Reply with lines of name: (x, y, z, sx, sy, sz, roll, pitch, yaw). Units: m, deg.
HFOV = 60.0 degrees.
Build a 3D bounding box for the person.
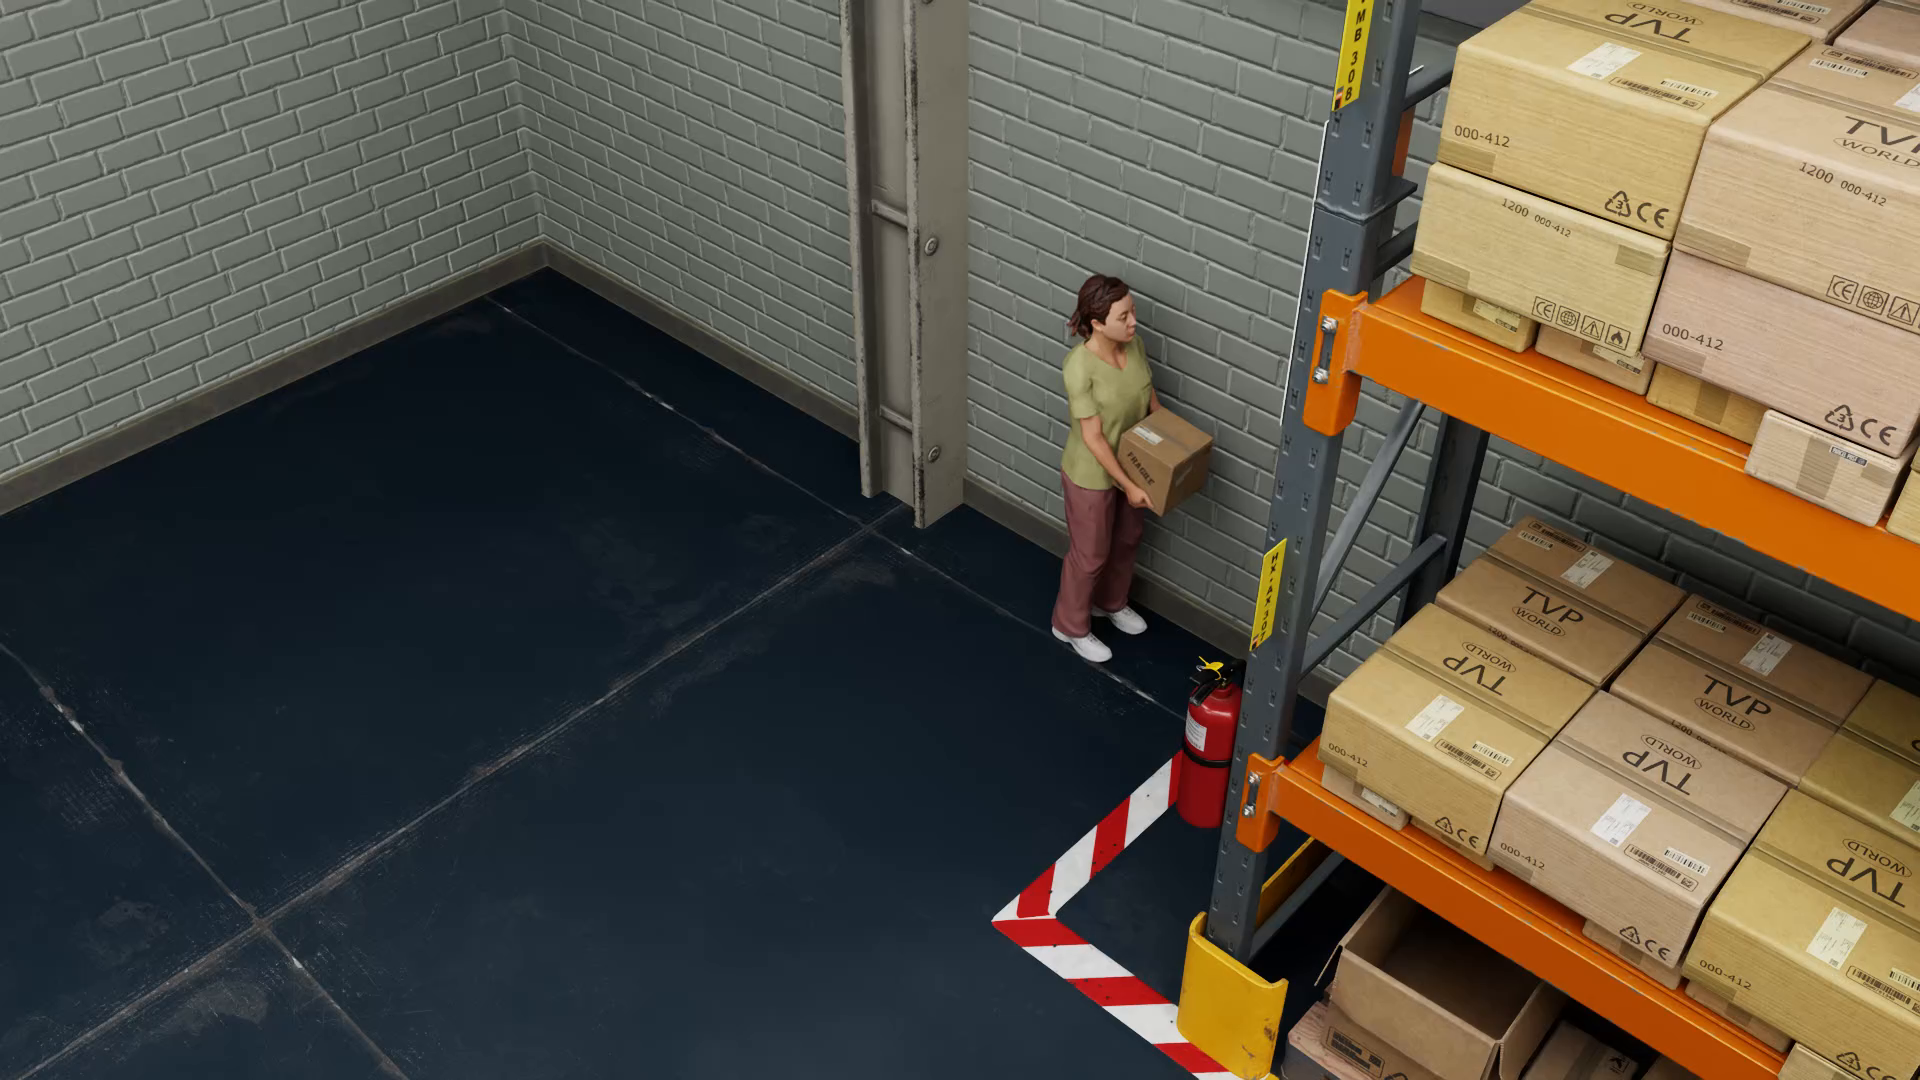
person: (0.615, -0.243, 6.460, 0.547, 1.666, 0.426, 31, 49, 32)
